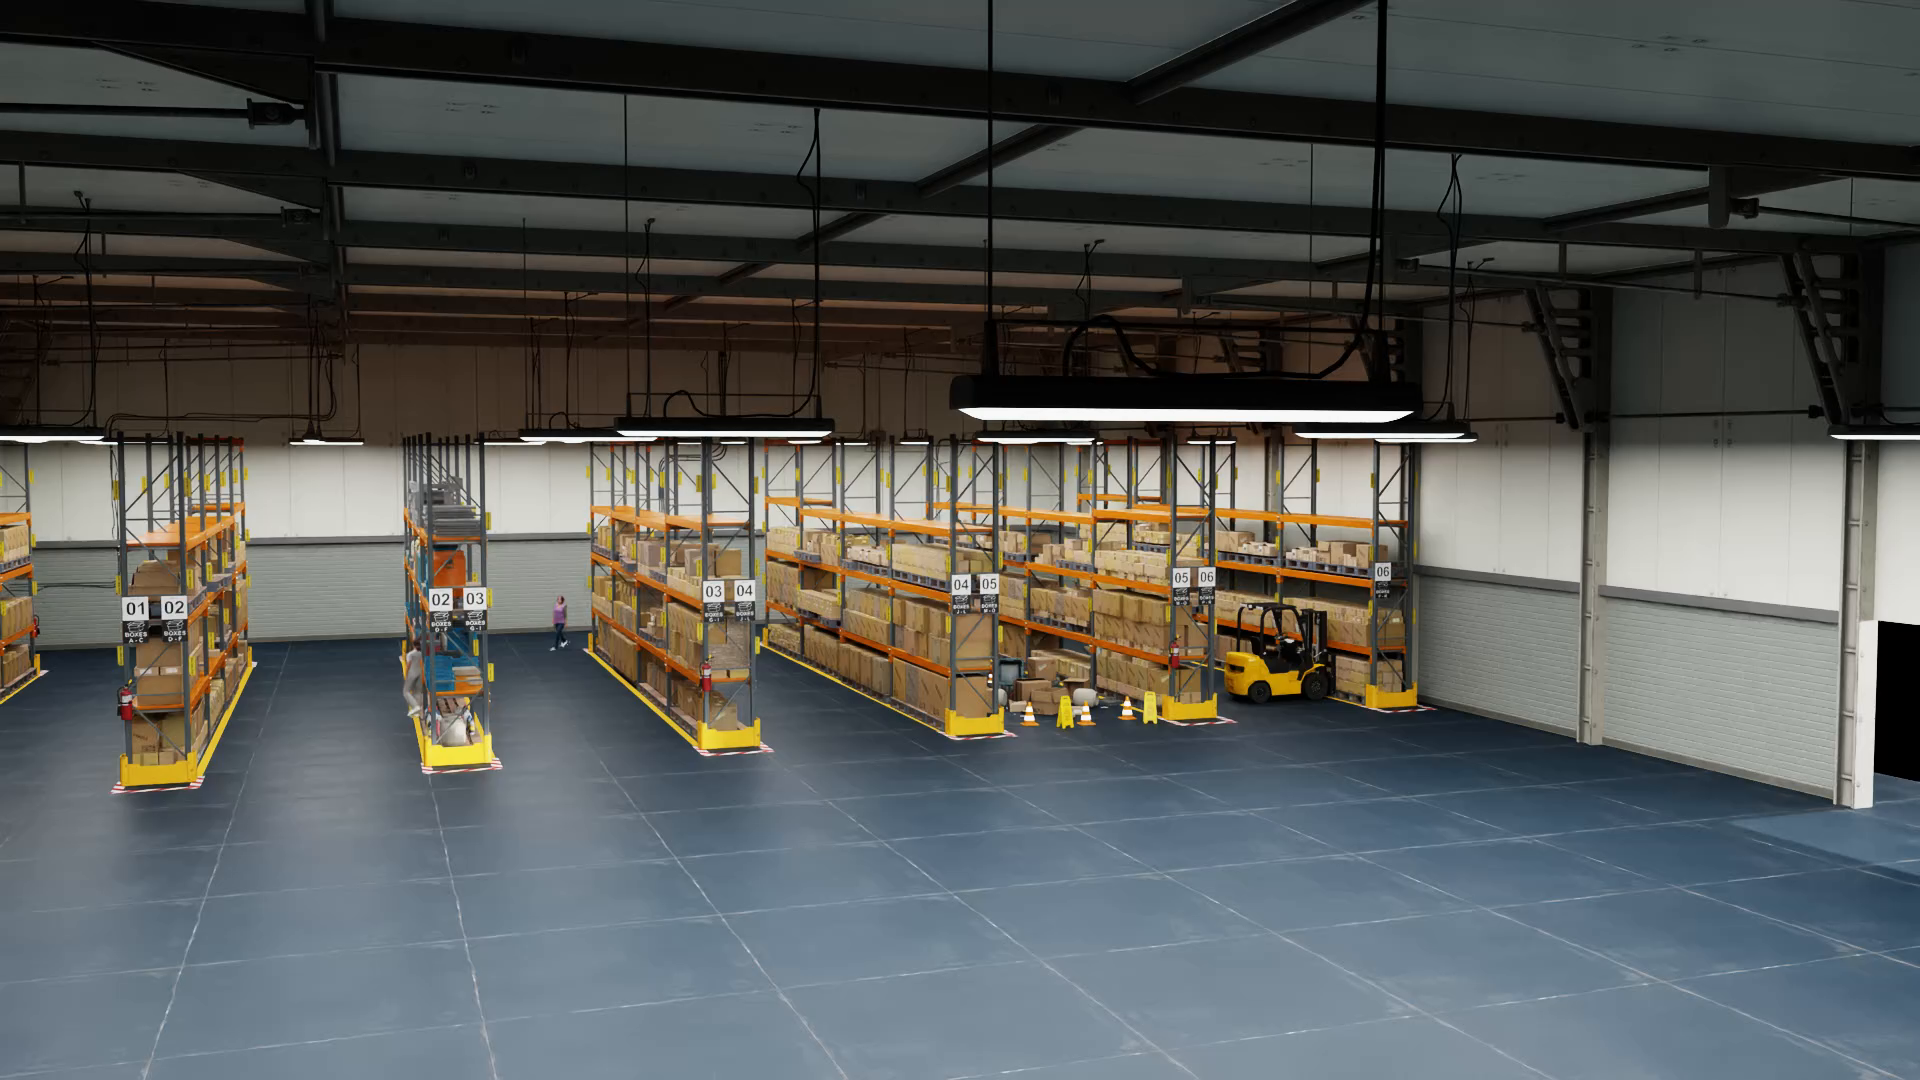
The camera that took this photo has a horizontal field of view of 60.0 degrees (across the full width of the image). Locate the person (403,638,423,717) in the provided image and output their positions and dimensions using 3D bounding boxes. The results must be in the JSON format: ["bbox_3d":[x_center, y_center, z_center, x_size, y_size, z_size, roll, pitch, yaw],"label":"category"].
[{"bbox_3d":[-11.410,2.894,34.943,0.485,1.667,0.478,-3,4,-44],"label":"person"}]

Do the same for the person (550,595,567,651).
[{"bbox_3d":[-11.293,2.335,47.019,0.424,1.561,0.872,1,3,17],"label":"person"}]

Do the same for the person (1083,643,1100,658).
[{"bbox_3d":[3.526,2.456,43.992,0.647,1.671,0.789,-1,3,-17],"label":"person"}]
